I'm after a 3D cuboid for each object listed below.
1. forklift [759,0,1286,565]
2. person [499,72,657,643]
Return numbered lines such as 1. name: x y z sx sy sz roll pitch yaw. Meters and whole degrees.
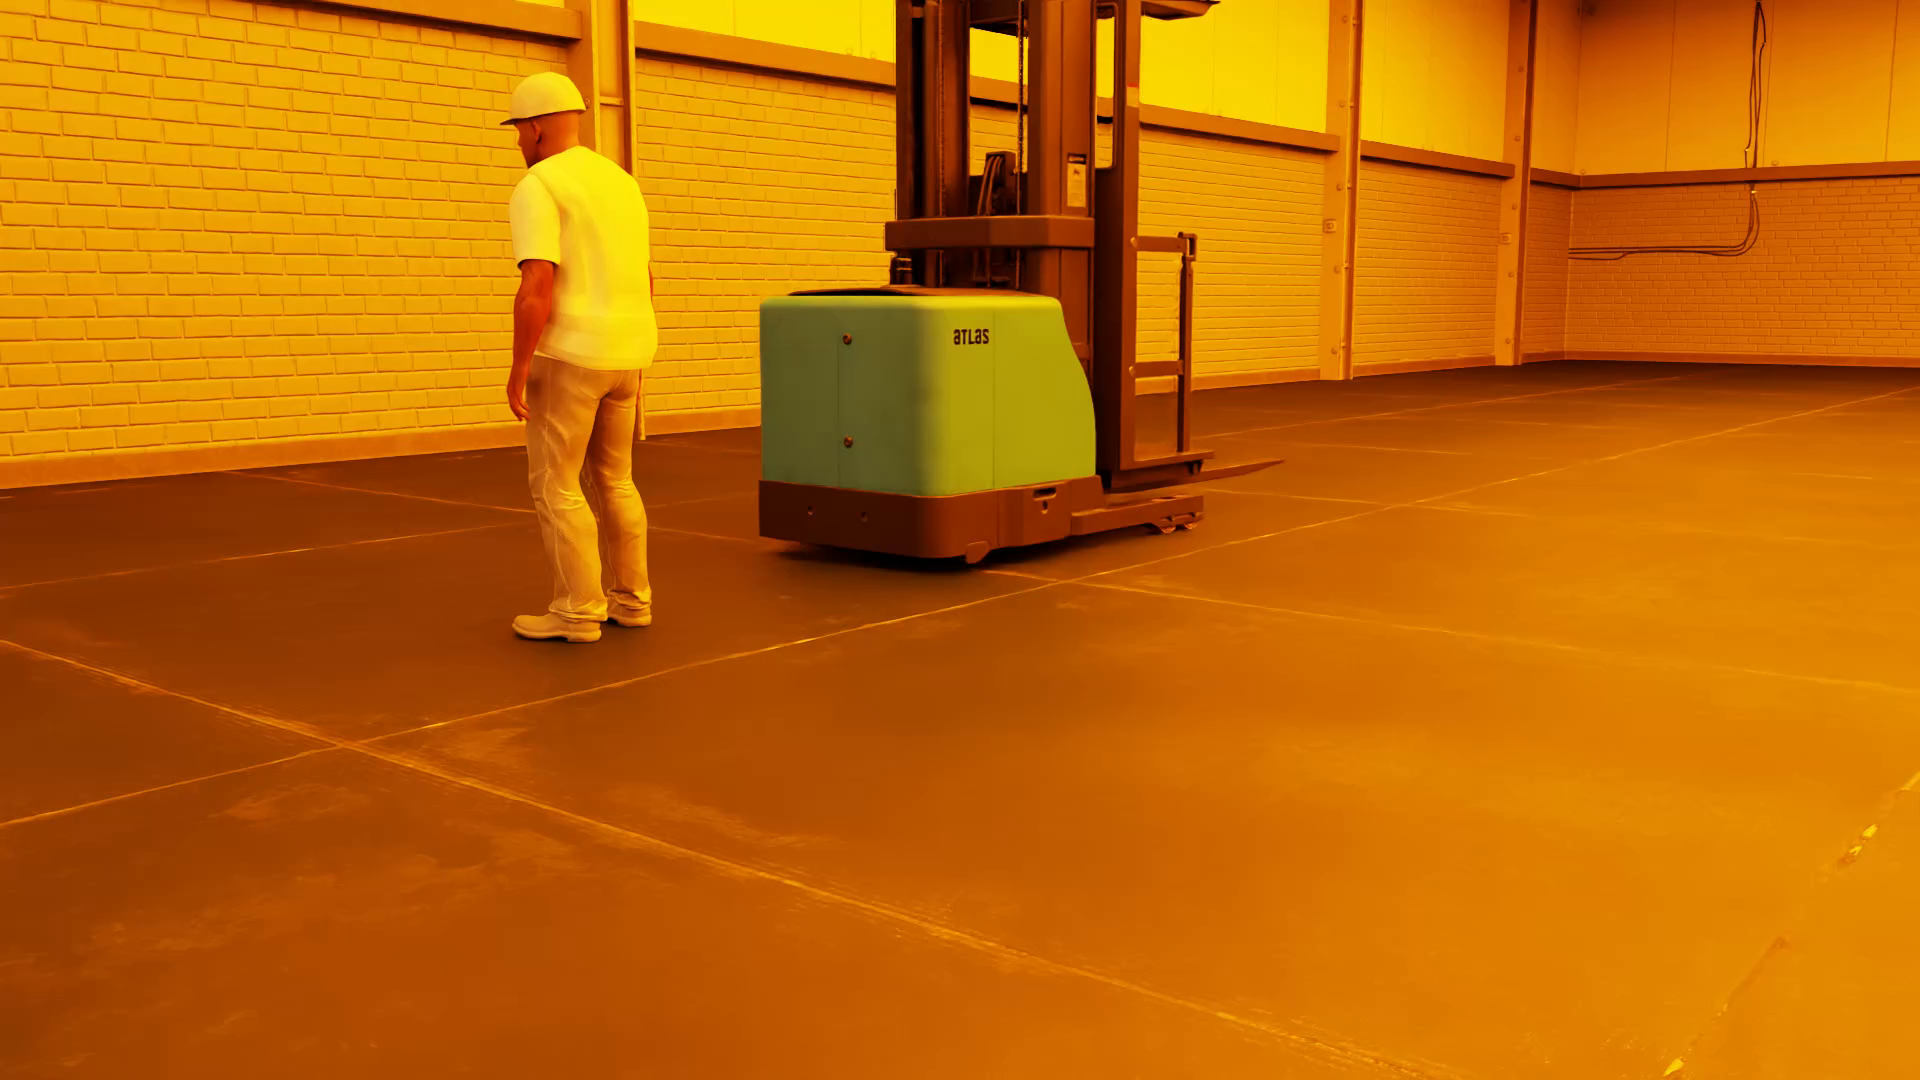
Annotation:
1. forklift: 0.486 -1.518 7.653 1.130 2.935 3.031 7 11 40
2. person: -1.208 -0.571 5.248 0.462 1.759 0.627 4 9 26
